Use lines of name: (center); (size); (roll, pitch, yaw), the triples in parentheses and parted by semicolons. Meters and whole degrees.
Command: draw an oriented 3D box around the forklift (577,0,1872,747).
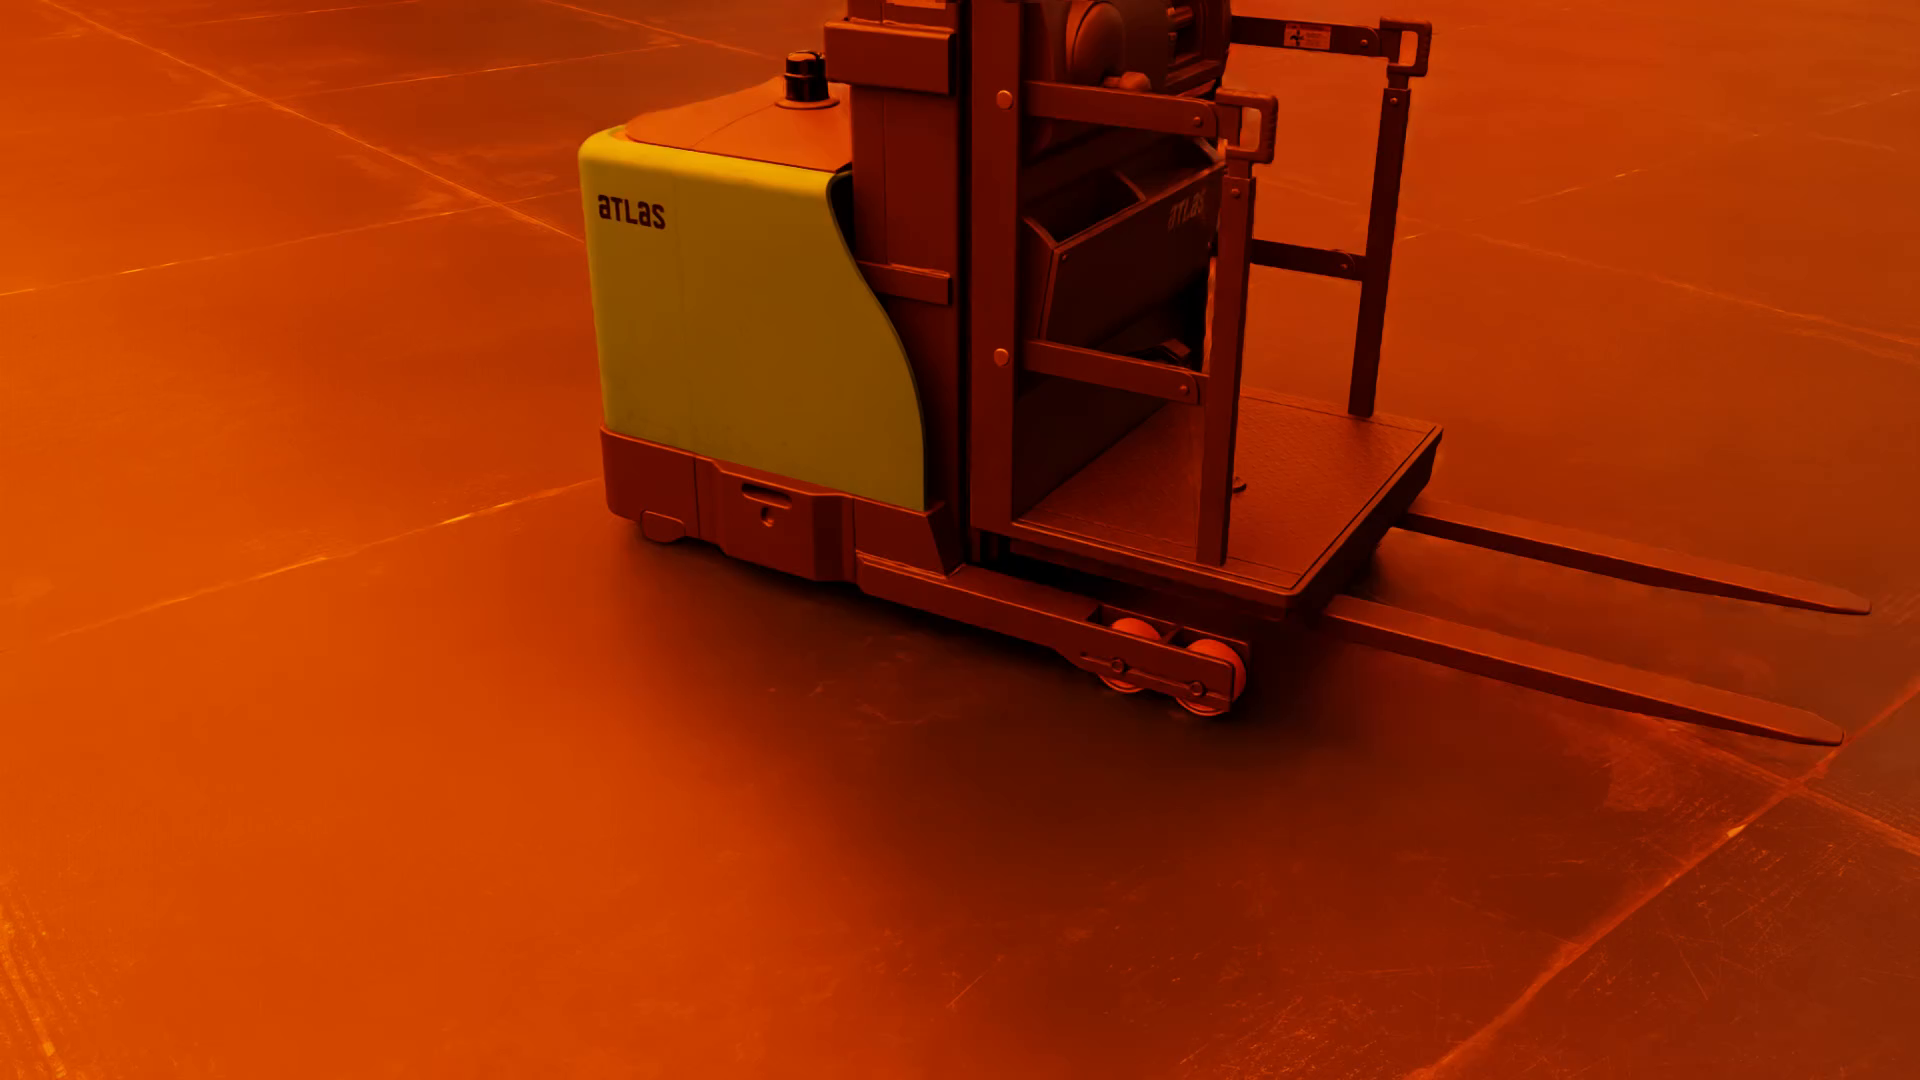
forklift: (0.566, -1.190, 3.603); (3.031, 2.935, 1.130); (15, 30, 27)
